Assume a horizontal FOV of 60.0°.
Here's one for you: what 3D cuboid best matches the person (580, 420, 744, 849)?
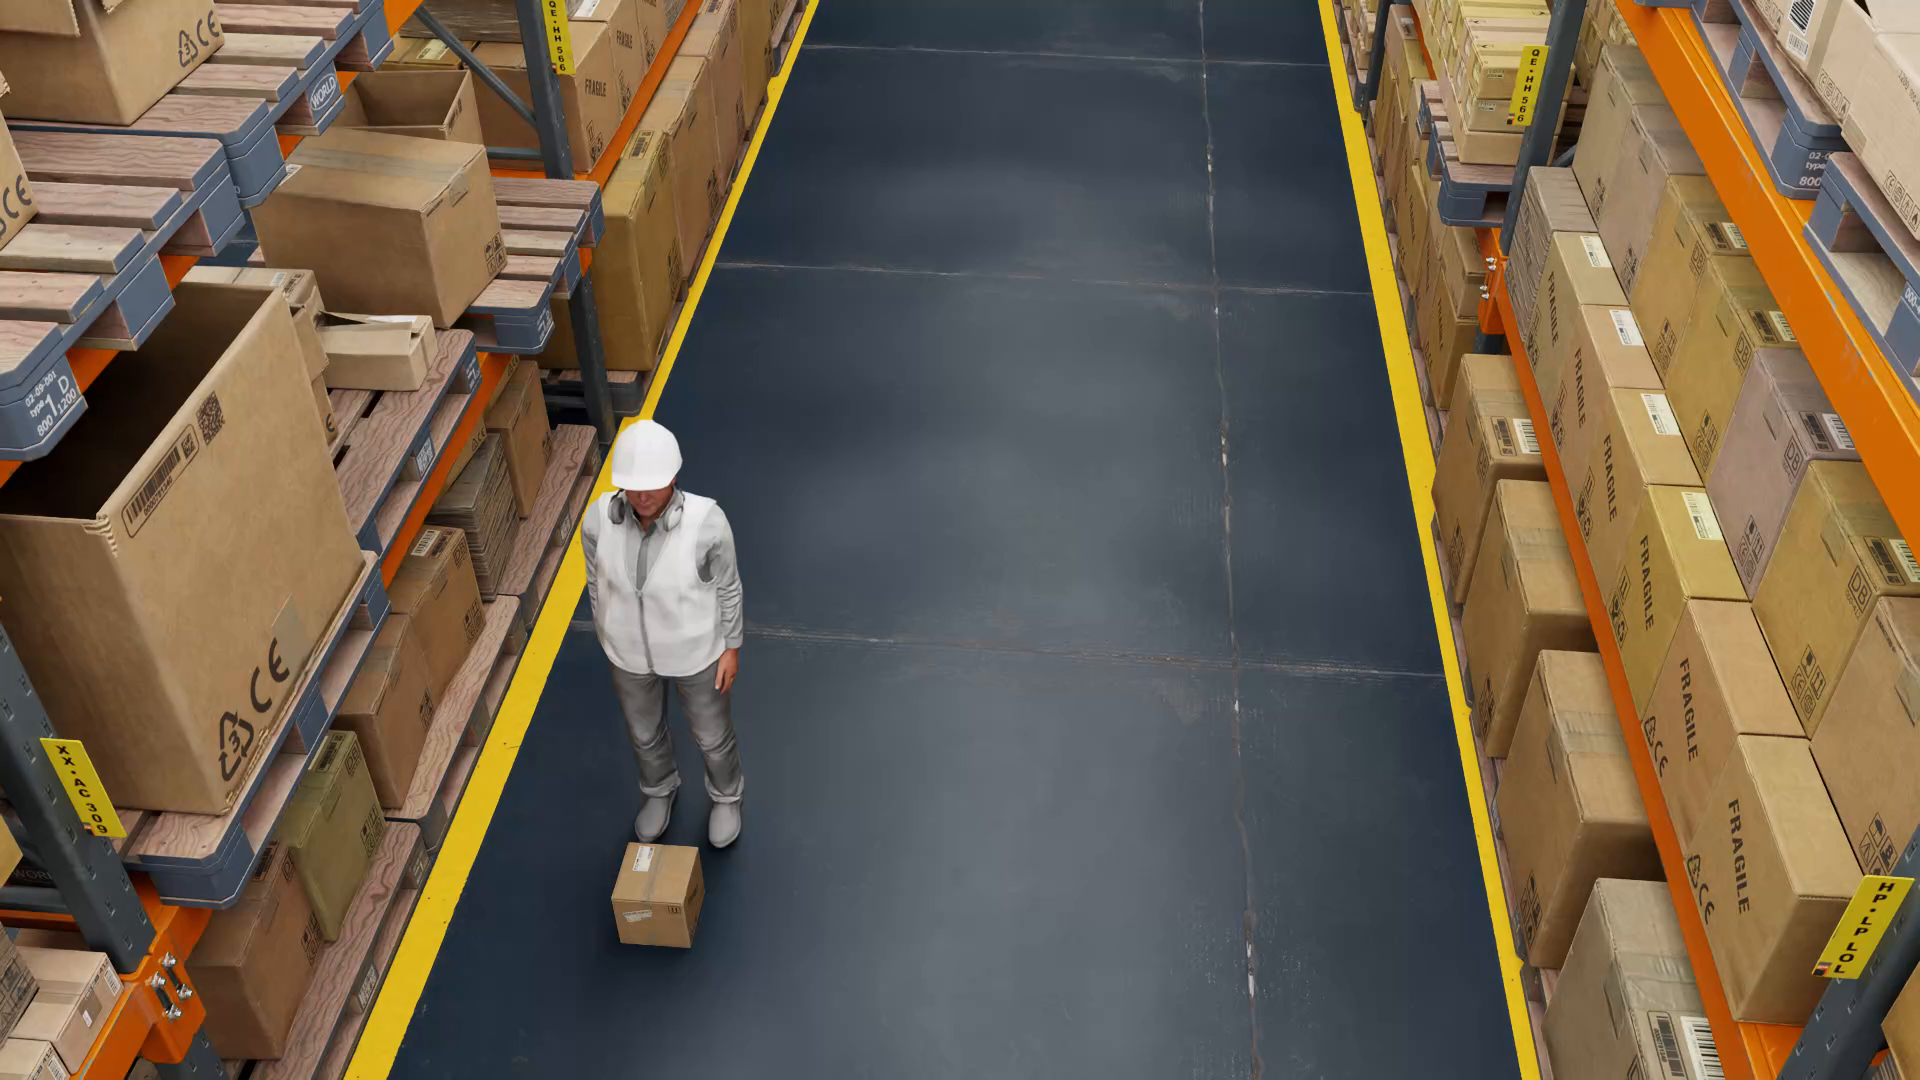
[{"bbox_3d":[-0.995,0.356,5.709,0.530,1.769,0.358,4,40,5],"label":"person"}]
